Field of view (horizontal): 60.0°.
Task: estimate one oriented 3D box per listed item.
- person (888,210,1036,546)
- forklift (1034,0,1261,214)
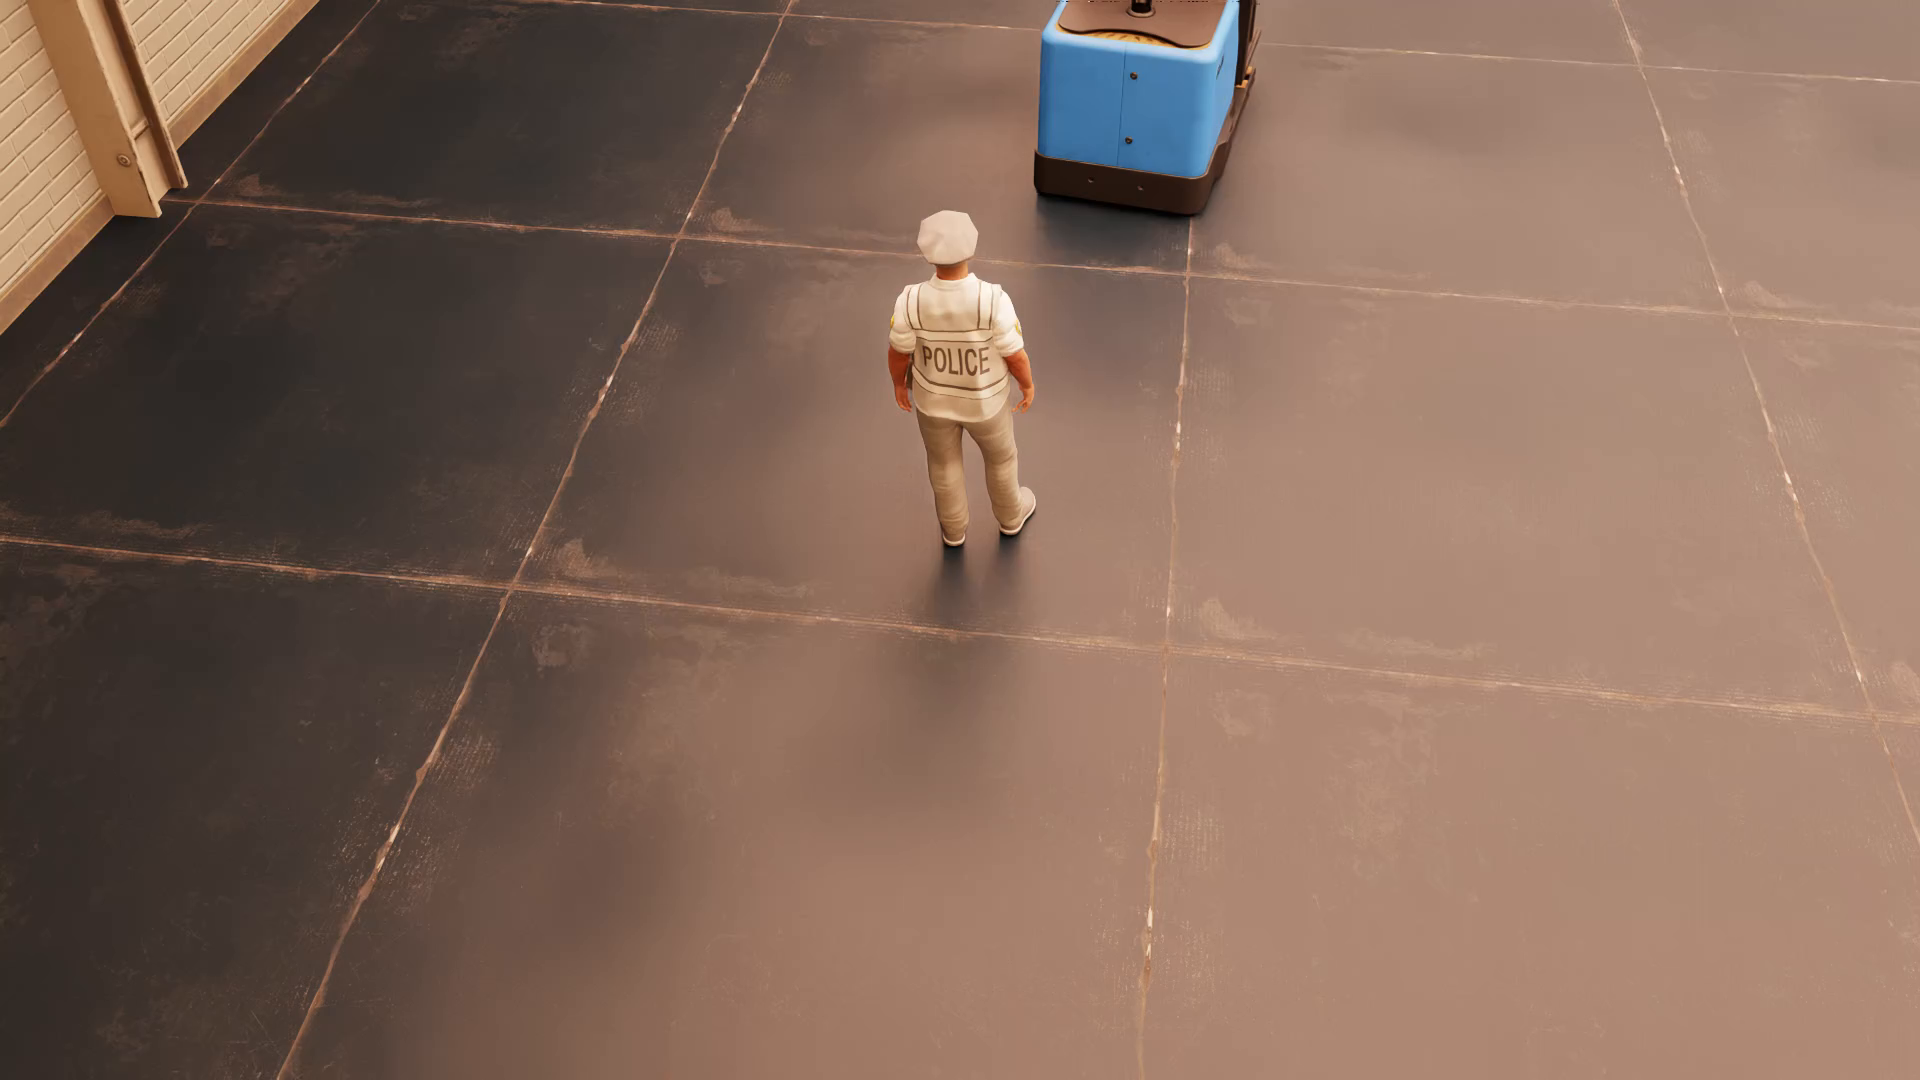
[{"bbox_3d":[0.023,-0.712,7.339,0.640,1.781,0.575,5,43,6],"label":"person"},{"bbox_3d":[1.356,-4.030,10.111,1.130,2.935,3.031,11,44,12],"label":"forklift"}]
